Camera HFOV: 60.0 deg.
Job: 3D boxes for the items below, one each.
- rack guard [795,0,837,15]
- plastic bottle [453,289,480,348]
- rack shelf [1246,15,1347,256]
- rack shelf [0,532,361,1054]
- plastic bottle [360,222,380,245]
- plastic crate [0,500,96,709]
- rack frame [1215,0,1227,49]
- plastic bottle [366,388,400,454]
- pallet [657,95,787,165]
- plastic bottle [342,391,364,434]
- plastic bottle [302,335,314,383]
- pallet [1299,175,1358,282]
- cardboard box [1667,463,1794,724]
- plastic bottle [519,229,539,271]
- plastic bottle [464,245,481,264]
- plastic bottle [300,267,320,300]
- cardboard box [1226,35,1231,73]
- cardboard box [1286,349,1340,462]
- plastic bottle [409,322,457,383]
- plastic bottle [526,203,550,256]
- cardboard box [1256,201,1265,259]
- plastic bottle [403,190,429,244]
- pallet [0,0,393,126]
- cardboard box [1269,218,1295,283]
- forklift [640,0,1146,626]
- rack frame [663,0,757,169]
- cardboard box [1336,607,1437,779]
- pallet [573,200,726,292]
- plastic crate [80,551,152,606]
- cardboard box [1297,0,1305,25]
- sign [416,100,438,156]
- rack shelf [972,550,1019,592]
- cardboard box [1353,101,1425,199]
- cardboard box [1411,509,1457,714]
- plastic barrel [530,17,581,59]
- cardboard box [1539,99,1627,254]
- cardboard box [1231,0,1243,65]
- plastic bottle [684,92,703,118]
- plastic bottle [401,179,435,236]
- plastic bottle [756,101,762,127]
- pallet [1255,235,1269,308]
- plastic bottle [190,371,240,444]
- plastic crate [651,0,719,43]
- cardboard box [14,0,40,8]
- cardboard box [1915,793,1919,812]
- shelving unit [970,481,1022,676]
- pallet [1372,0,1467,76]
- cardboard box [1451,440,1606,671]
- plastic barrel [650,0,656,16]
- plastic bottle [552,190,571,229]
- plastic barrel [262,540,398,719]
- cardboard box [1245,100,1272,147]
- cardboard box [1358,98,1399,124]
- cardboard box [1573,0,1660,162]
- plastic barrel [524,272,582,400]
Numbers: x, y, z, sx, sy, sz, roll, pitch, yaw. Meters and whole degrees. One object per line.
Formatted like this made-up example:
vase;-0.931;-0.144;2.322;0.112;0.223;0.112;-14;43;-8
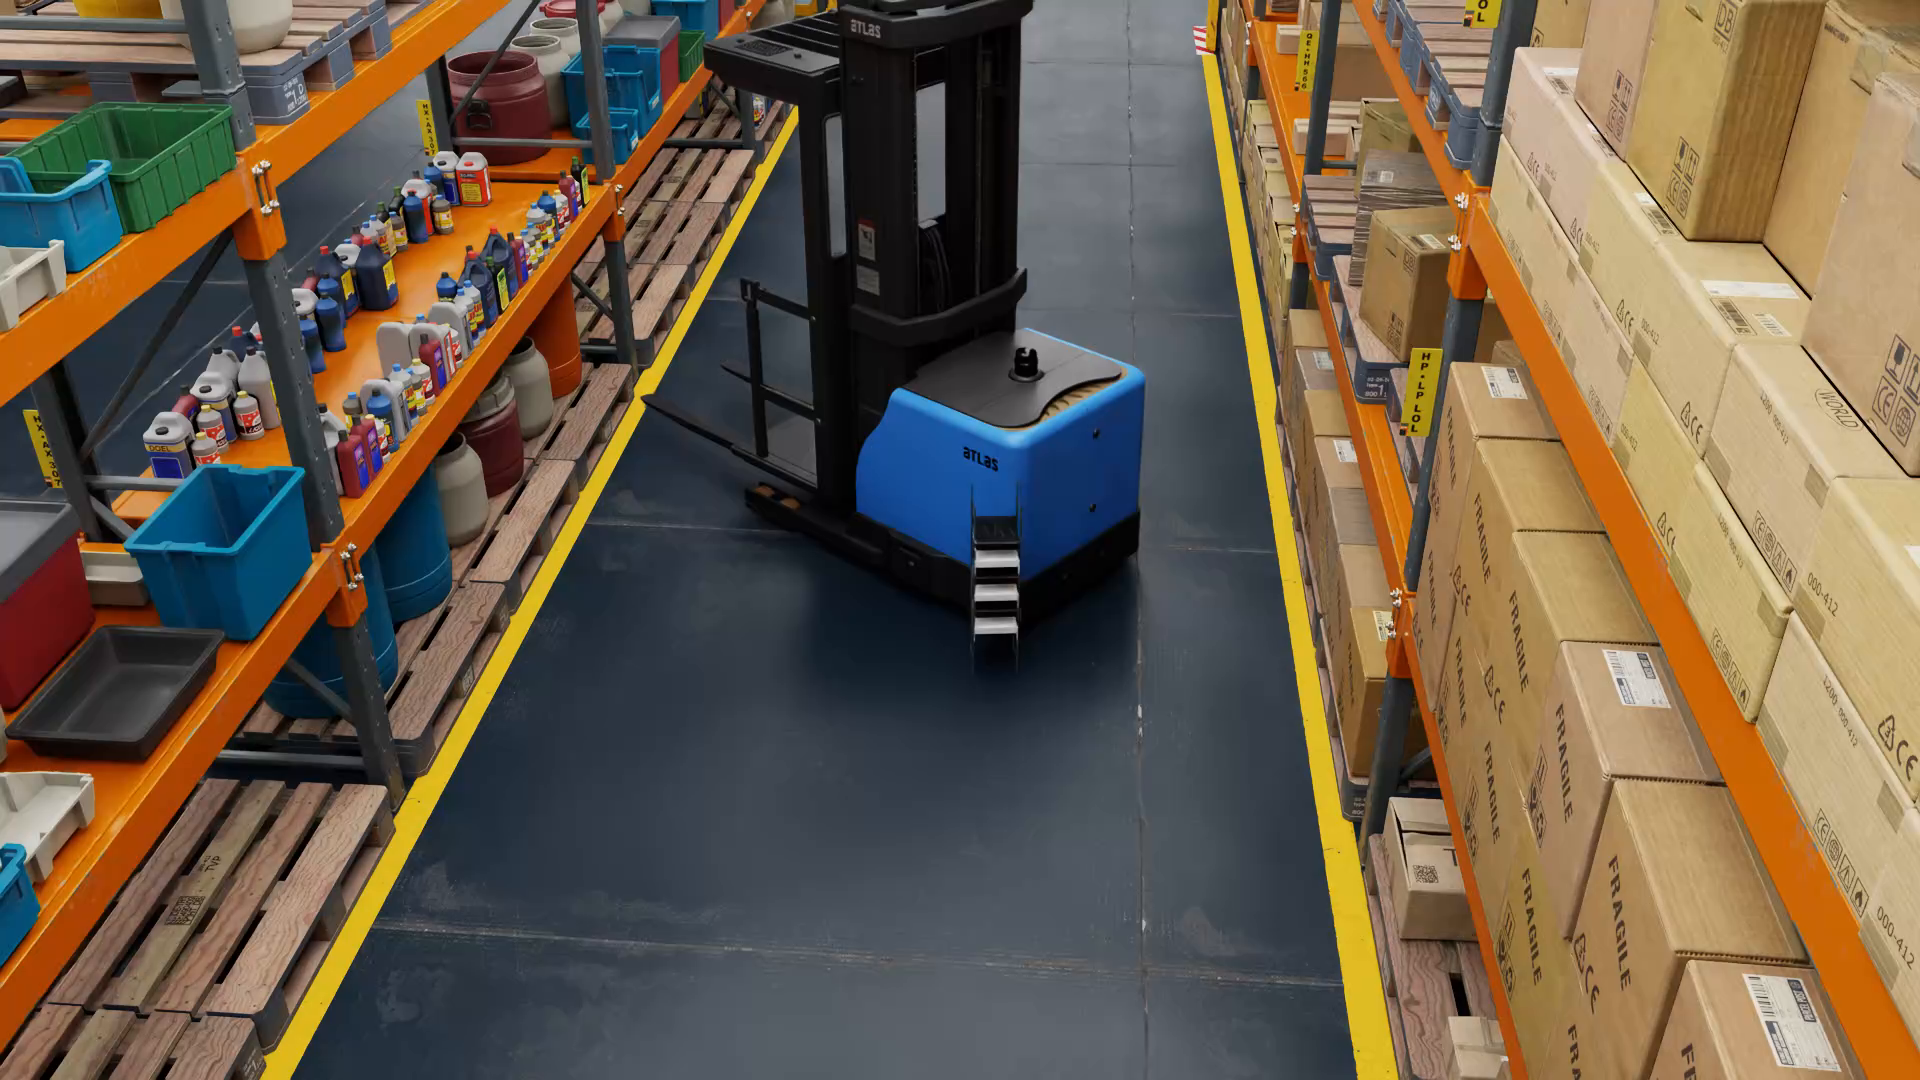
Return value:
rack guard;-1.817;-5.362;16.974;1.175;0.500;0.348;2;32;4
plastic bottle;-2.287;-1.029;7.683;0.097;0.271;0.097;0;32;0
rack shelf;2.590;-2.810;11.137;1.077;0.370;4.000;2;32;4
rack shelf;-2.998;1.159;4.695;1.077;0.370;4.000;2;32;4
plastic bottle;-2.979;-1.474;8.406;0.097;0.271;0.097;0;32;0
plastic crate;-3.158;0.211;5.431;0.402;0.464;0.583;2;32;4
rack frame;3.078;-6.254;16.039;1.000;3.000;0.127;2;32;4
plastic bottle;-2.370;-0.493;6.814;0.097;0.271;0.097;0;32;0
pallet;-2.088;-3.538;14.290;1.003;0.211;1.213;2;32;4
plastic bottle;-2.514;-0.521;6.925;0.097;0.201;0.097;0;32;0
plastic bottle;-2.929;-0.817;7.339;0.097;0.271;0.097;0;32;0
pallet;2.442;-1.632;8.721;1.213;0.211;1.003;2;32;4
cardboard box;1.634;0.096;3.018;0.500;0.250;0.500;2;32;4
plastic bottle;-2.211;-1.484;8.489;0.097;0.201;0.097;0;32;0
plastic bottle;-2.369;-1.317;8.139;0.061;0.283;0.133;2;32;4
plastic bottle;-3.051;-1.132;7.839;0.061;0.283;0.133;2;32;4
cardboard box;2.735;-4.468;15.362;0.500;0.250;0.500;2;32;4
cardboard box;2.068;-0.694;8.980;0.500;0.500;0.500;1;32;2
plastic bottle;-2.342;-0.850;7.388;0.152;0.276;0.135;2;32;4
plastic bottle;-2.195;-1.616;8.636;0.097;0.271;0.097;0;32;0
cardboard box;2.348;-2.166;11.626;0.500;0.250;0.500;3;32;5
plastic bottle;-2.881;-1.713;8.793;0.097;0.271;0.097;0;32;0
pallet;-2.869;-1.803;6.138;1.213;0.211;1.003;2;32;4
cardboard box;2.260;-1.874;10.618;0.500;0.311;0.500;2;32;3
forklift;-0.516;-1.486;8.368;3.031;2.935;1.130;25;40;35
rack frame;-2.184;-4.376;12.992;1.000;3.000;0.127;2;32;4
cardboard box;1.856;0.627;6.836;0.500;0.500;0.500;2;32;4
pallet;-2.306;-2.137;12.016;1.003;0.211;1.213;2;32;4
plastic crate;-3.015;0.131;5.872;0.396;0.136;0.243;2;32;4
cardboard box;2.756;-3.839;12.264;0.500;0.250;0.500;4;32;7
sign;-3.058;-2.374;9.587;0.100;0.325;0.005;2;32;4
rack shelf;0.159;0.135;7.564;0.200;0.077;0.258;-1;32;-2
cardboard box;2.488;-1.958;8.573;0.700;0.500;0.500;-8;33;-13
cardboard box;1.788;0.233;5.417;0.500;0.500;0.500;3;32;5
plastic barrel;-2.604;-3.099;10.813;0.421;0.512;0.421;0;32;0
cardboard box;1.775;-0.900;4.159;0.500;0.250;0.500;2;32;4
cardboard box;2.688;-4.526;14.741;0.500;0.500;0.500;2;32;4
plastic bottle;-2.275;-3.778;14.128;0.144;0.351;0.185;2;32;4
plastic bottle;-2.905;-1.777;8.893;0.152;0.276;0.135;2;32;4
plastic bottle;-1.713;-3.573;13.937;0.097;0.201;0.097;0;32;0
pallet;2.635;-1.949;11.711;1.003;0.211;1.213;2;32;4
plastic bottle;-3.095;-0.551;6.903;0.152;0.276;0.135;2;32;4
plastic crate;-1.964;-3.779;12.038;0.392;0.384;0.575;2;32;4
cardboard box;-7.325;-4.612;12.403;1.000;1.000;1.000;3;32;4
cardboard box;1.564;0.407;2.038;0.500;0.250;0.500;2;32;4
shelving unit;0.159;0.183;7.594;0.210;0.900;0.258;-1;32;-2
pallet;2.306;-2.057;6.548;1.213;0.211;1.003;2;32;4
cardboard box;1.741;0.057;4.750;0.500;0.500;0.500;2;32;2
plastic barrel;-2.517;-4.400;12.553;0.600;0.901;0.708;2;32;4
plastic bottle;-2.164;-1.790;8.984;0.097;0.201;0.097;0;32;0
plastic barrel;-2.774;0.238;7.104;0.600;0.901;0.708;2;32;4
cardboard box;2.471;-3.204;12.776;0.500;0.311;0.500;3;32;4
cardboard box;2.693;-2.492;10.020;0.500;0.311;0.500;2;32;3
cardboard box;1.918;-1.213;3.952;0.700;0.500;0.500;2;32;4
plastic barrel;-2.532;-1.283;9.641;0.600;0.830;0.708;2;32;4
